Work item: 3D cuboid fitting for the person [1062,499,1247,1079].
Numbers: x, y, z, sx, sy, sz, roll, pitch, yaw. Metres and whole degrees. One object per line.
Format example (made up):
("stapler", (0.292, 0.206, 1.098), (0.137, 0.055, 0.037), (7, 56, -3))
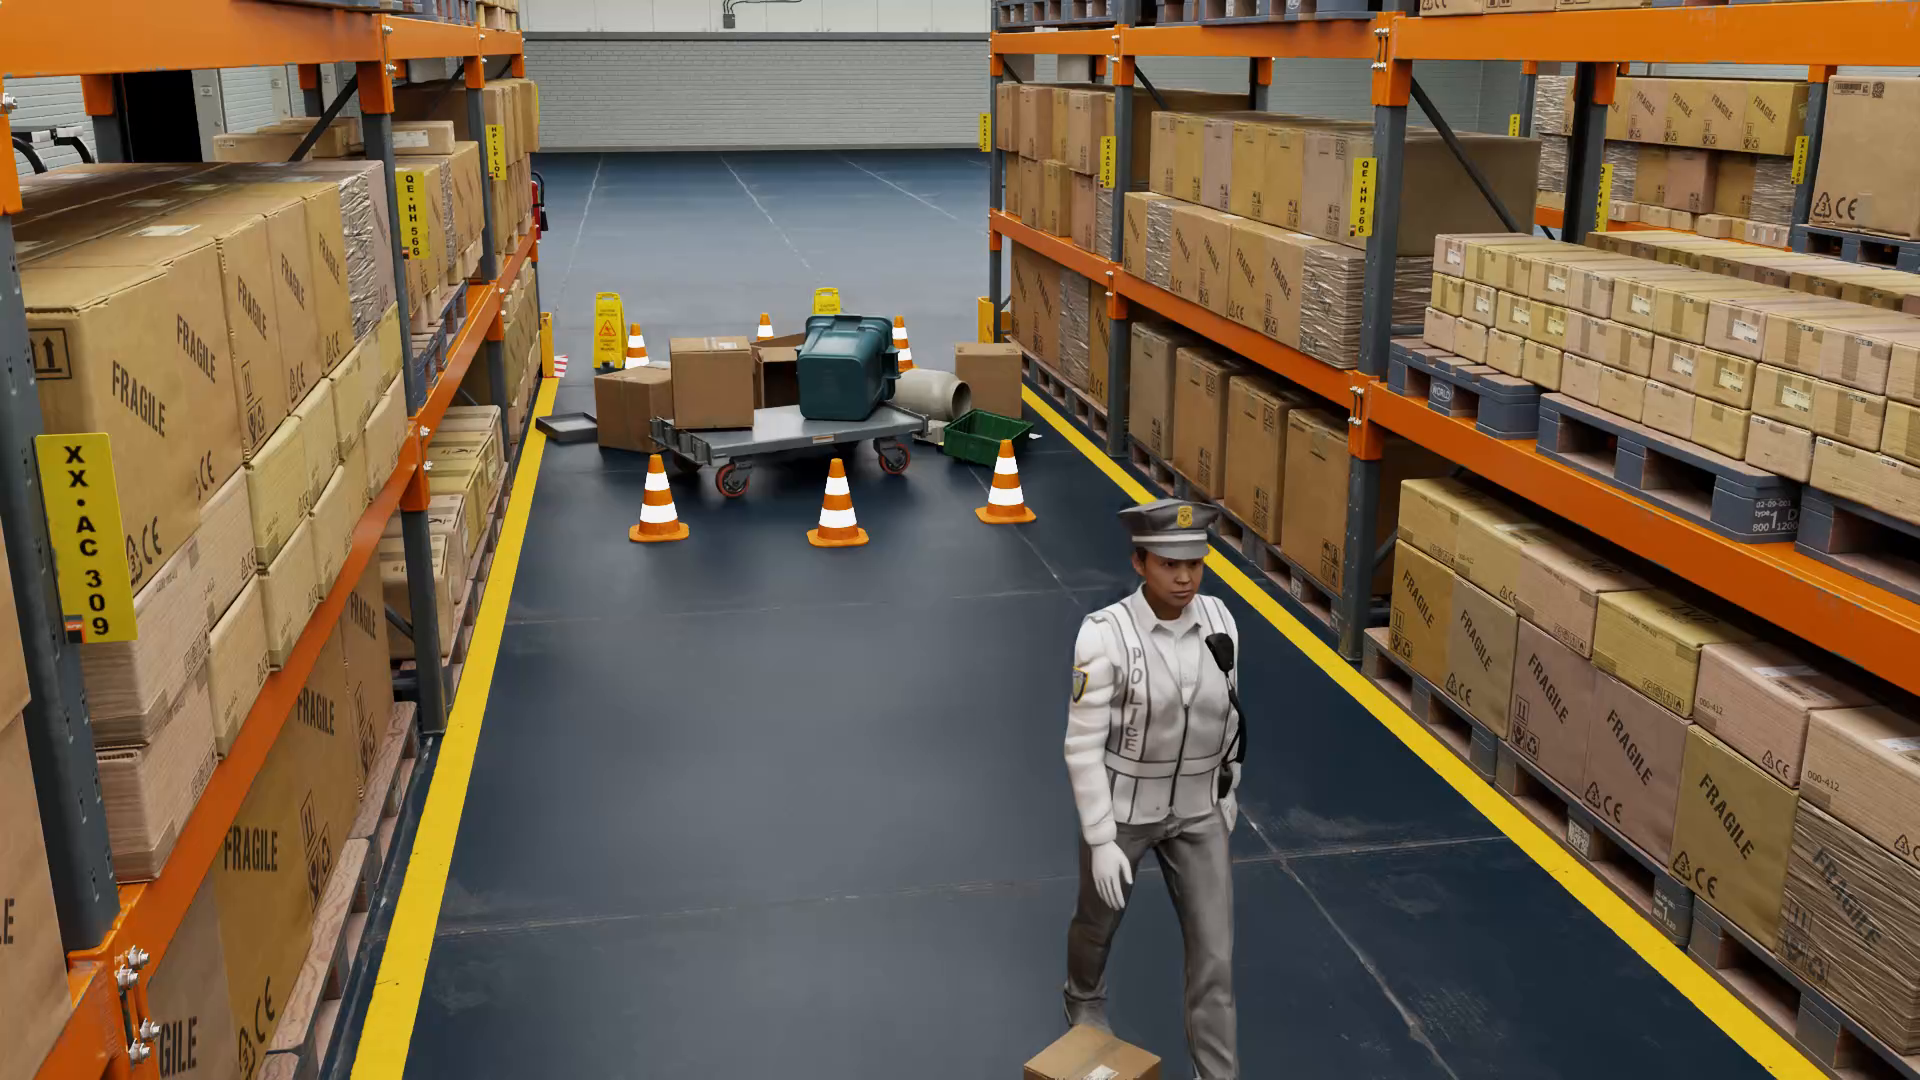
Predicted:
("person", (0.514, 0.695, 4.150), (0.545, 1.665, 0.899), (-5, 17, -15))
